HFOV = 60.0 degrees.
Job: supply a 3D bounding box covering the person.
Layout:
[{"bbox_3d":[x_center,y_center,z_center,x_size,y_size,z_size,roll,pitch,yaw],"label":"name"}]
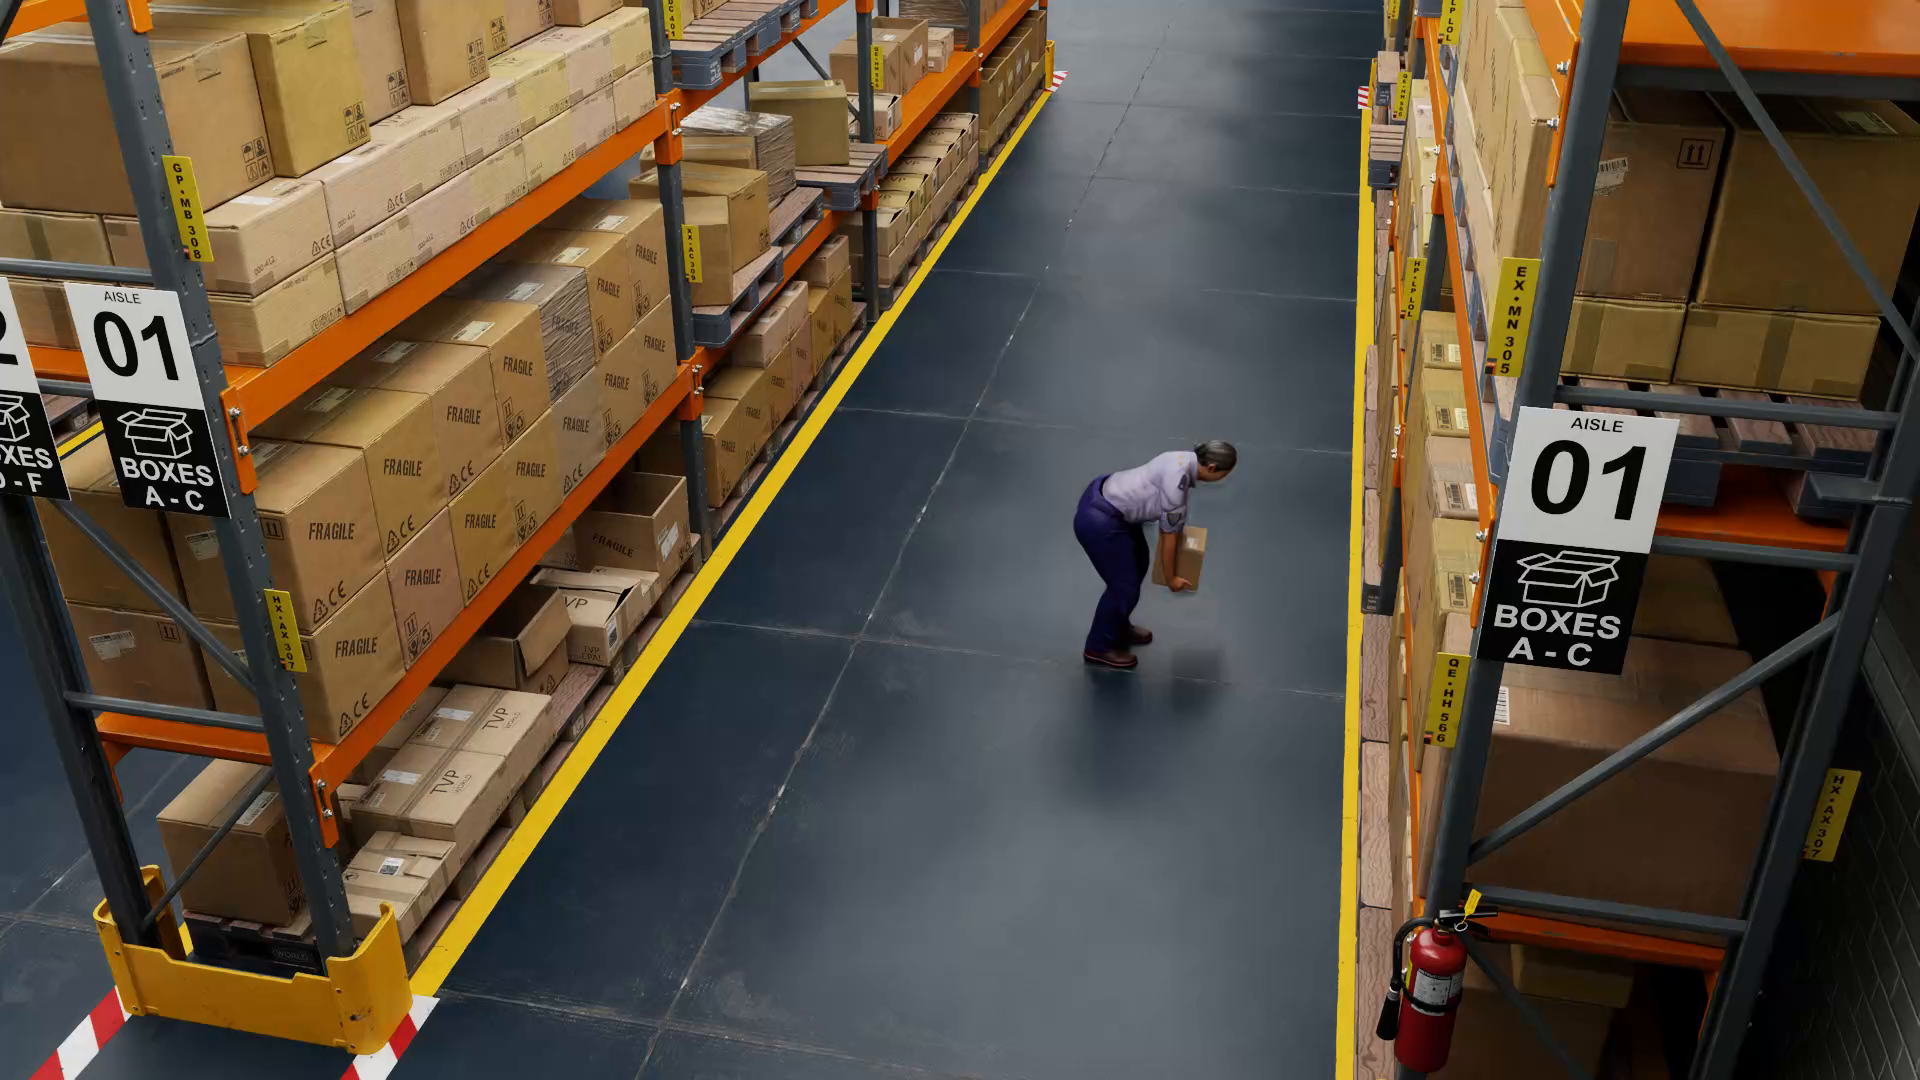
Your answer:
[{"bbox_3d":[1.022,0.044,8.898,0.824,1.316,0.444,5,29,9],"label":"person"}]
